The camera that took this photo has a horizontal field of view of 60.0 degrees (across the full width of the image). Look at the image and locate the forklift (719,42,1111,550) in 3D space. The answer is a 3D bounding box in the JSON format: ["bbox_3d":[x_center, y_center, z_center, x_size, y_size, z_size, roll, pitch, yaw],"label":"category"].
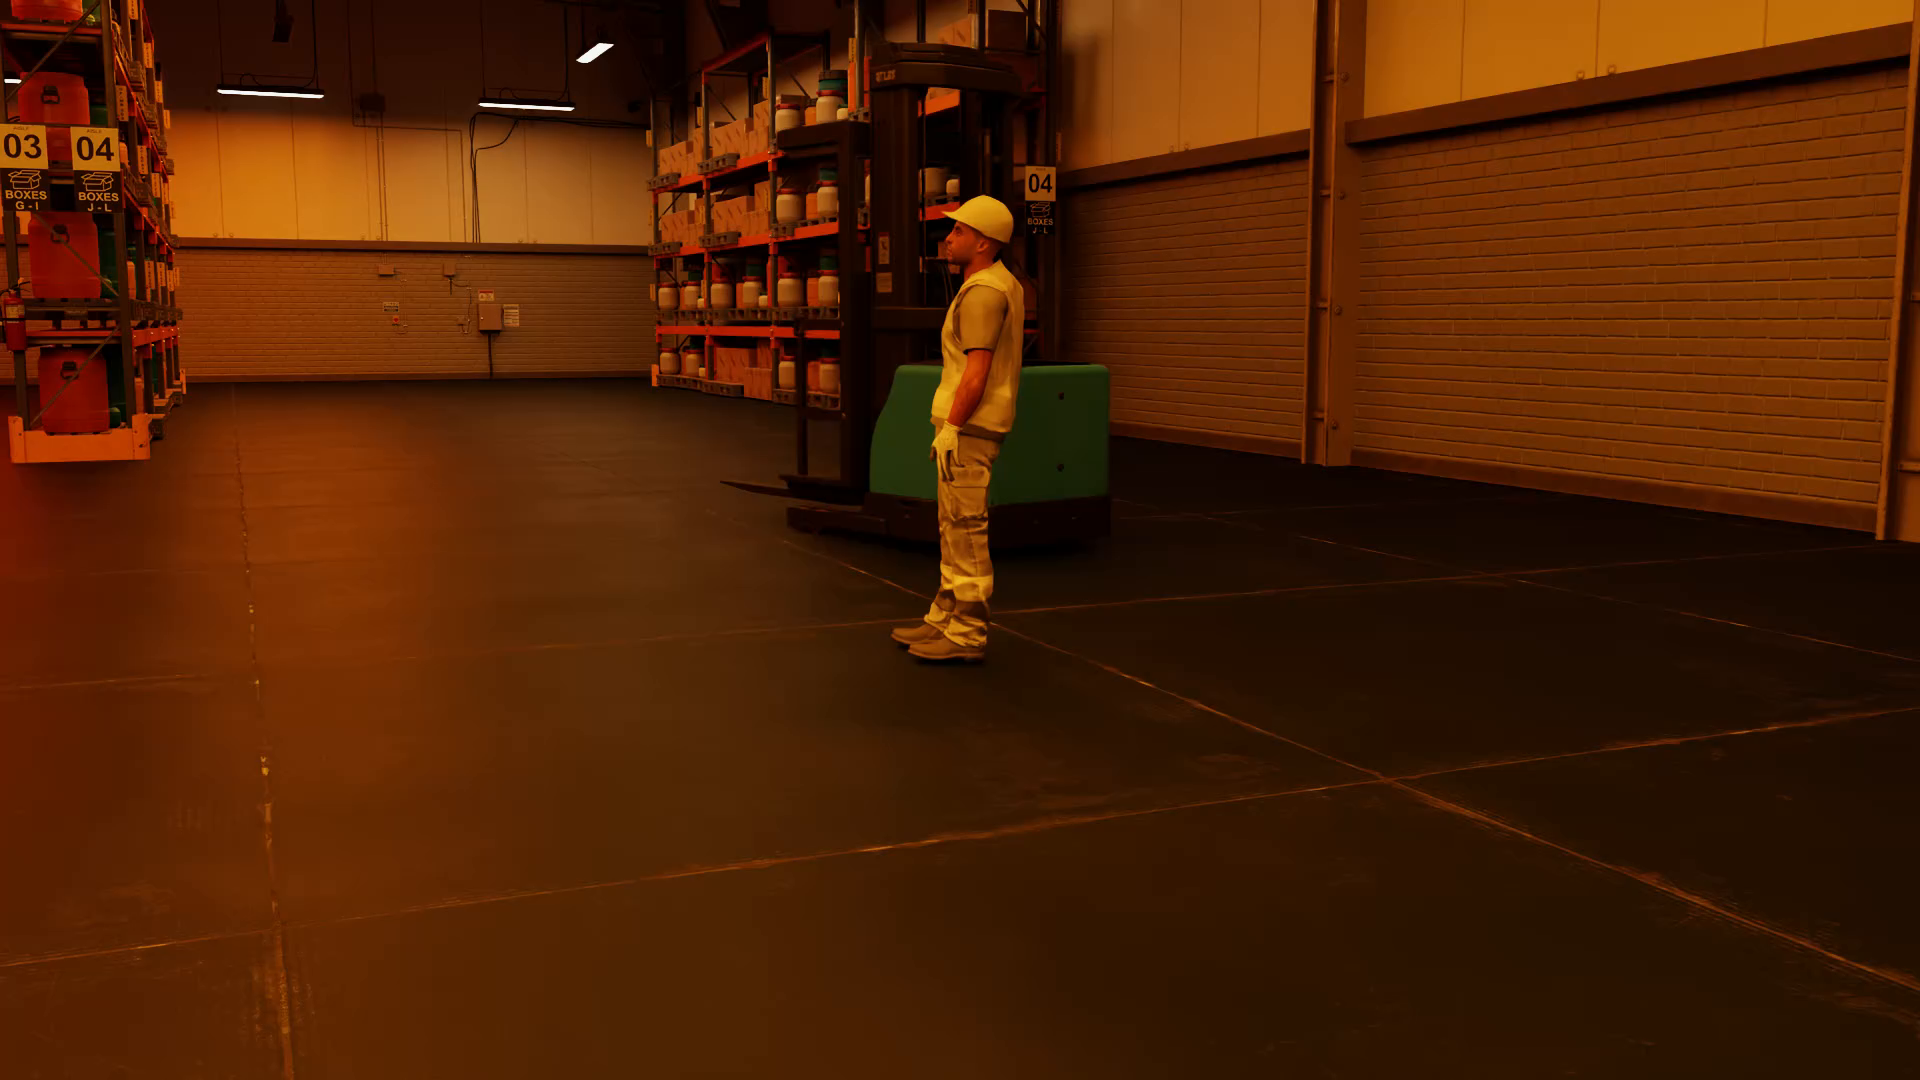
[{"bbox_3d":[-0.446,-1.521,10.475,1.130,2.935,3.031,-6,10,-40],"label":"forklift"}]

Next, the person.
[{"bbox_3d":[-0.039,-0.419,6.440,0.565,1.788,0.641,1,8,9],"label":"person"}]
